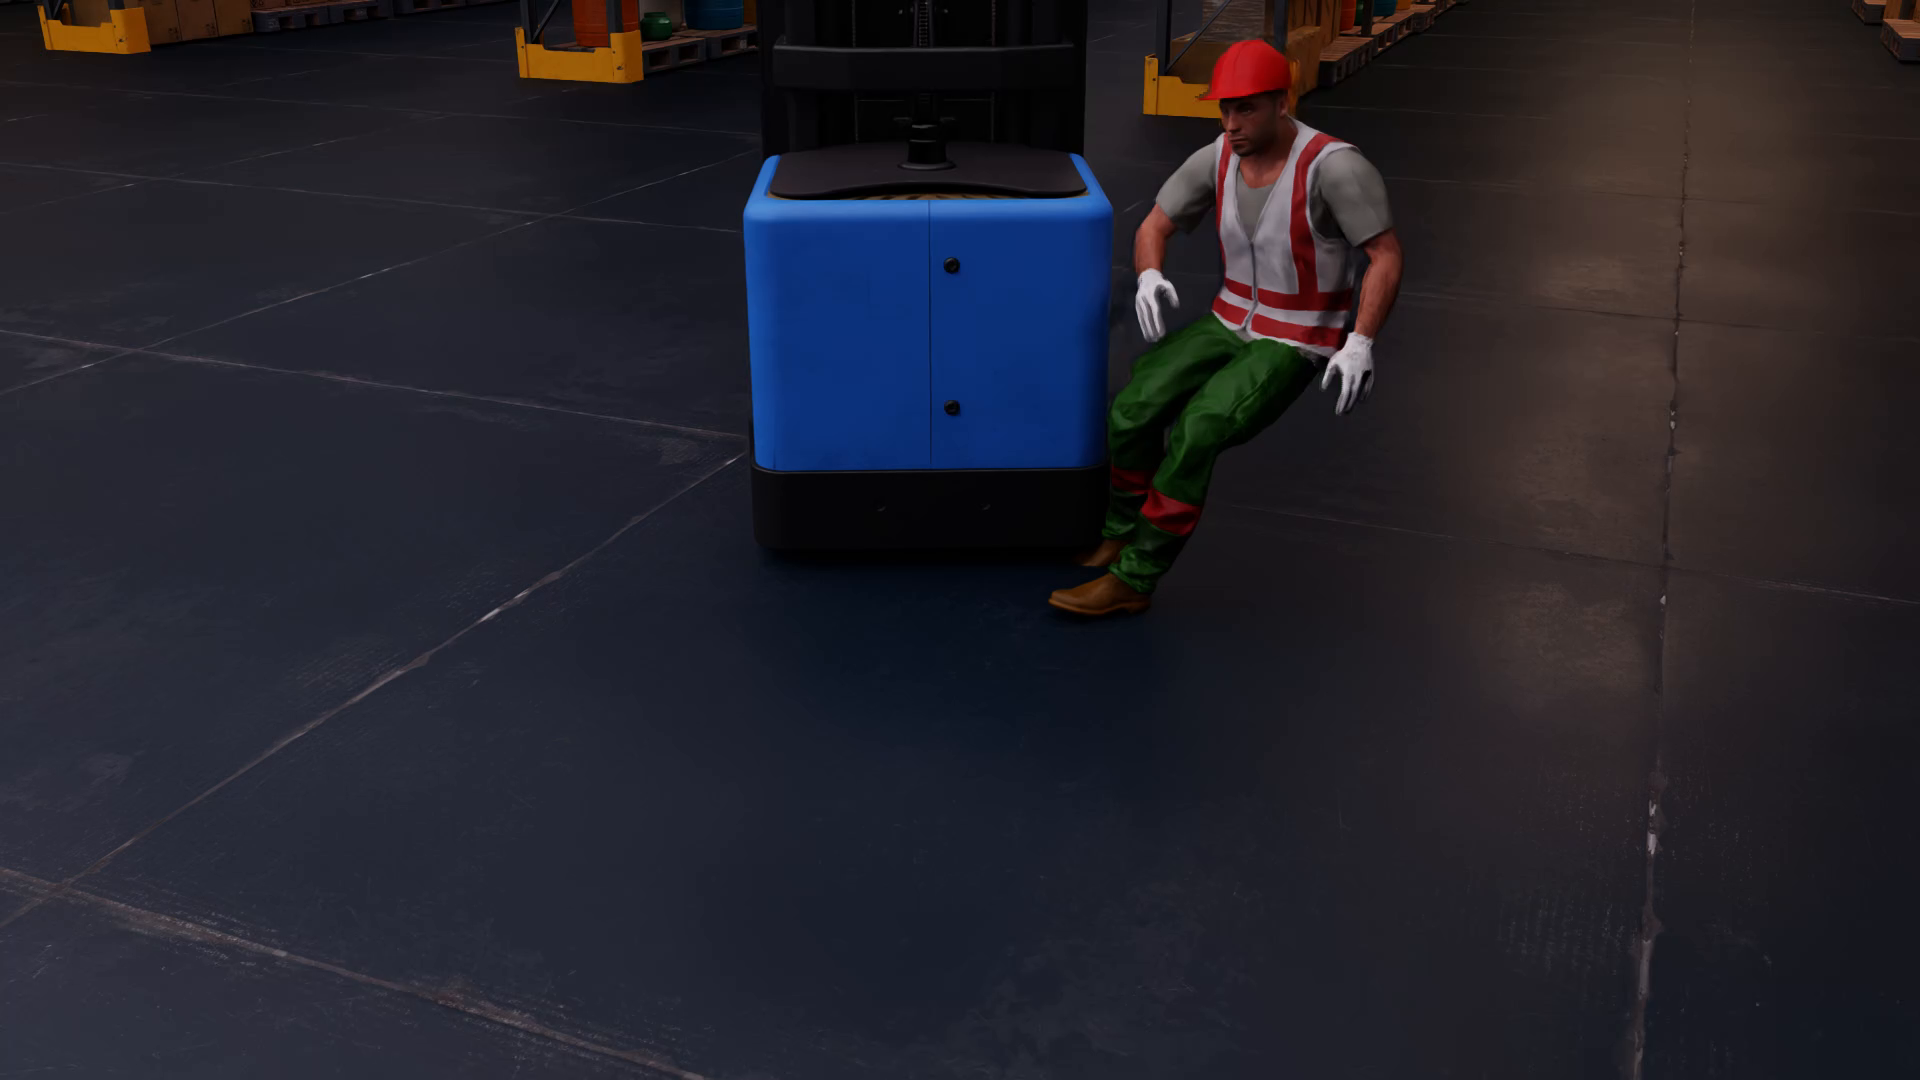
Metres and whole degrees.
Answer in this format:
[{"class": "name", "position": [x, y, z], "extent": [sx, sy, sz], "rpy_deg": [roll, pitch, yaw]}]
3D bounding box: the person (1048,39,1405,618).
[{"class": "person", "position": [0.676, -0.532, 4.498], "extent": [0.799, 1.557, 0.924], "rpy_deg": [21, 30, 40]}]

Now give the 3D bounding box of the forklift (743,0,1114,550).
[{"class": "forklift", "position": [-0.134, -1.845, 5.707], "extent": [1.130, 2.935, 3.031], "rpy_deg": [-1, 23, -2]}]
